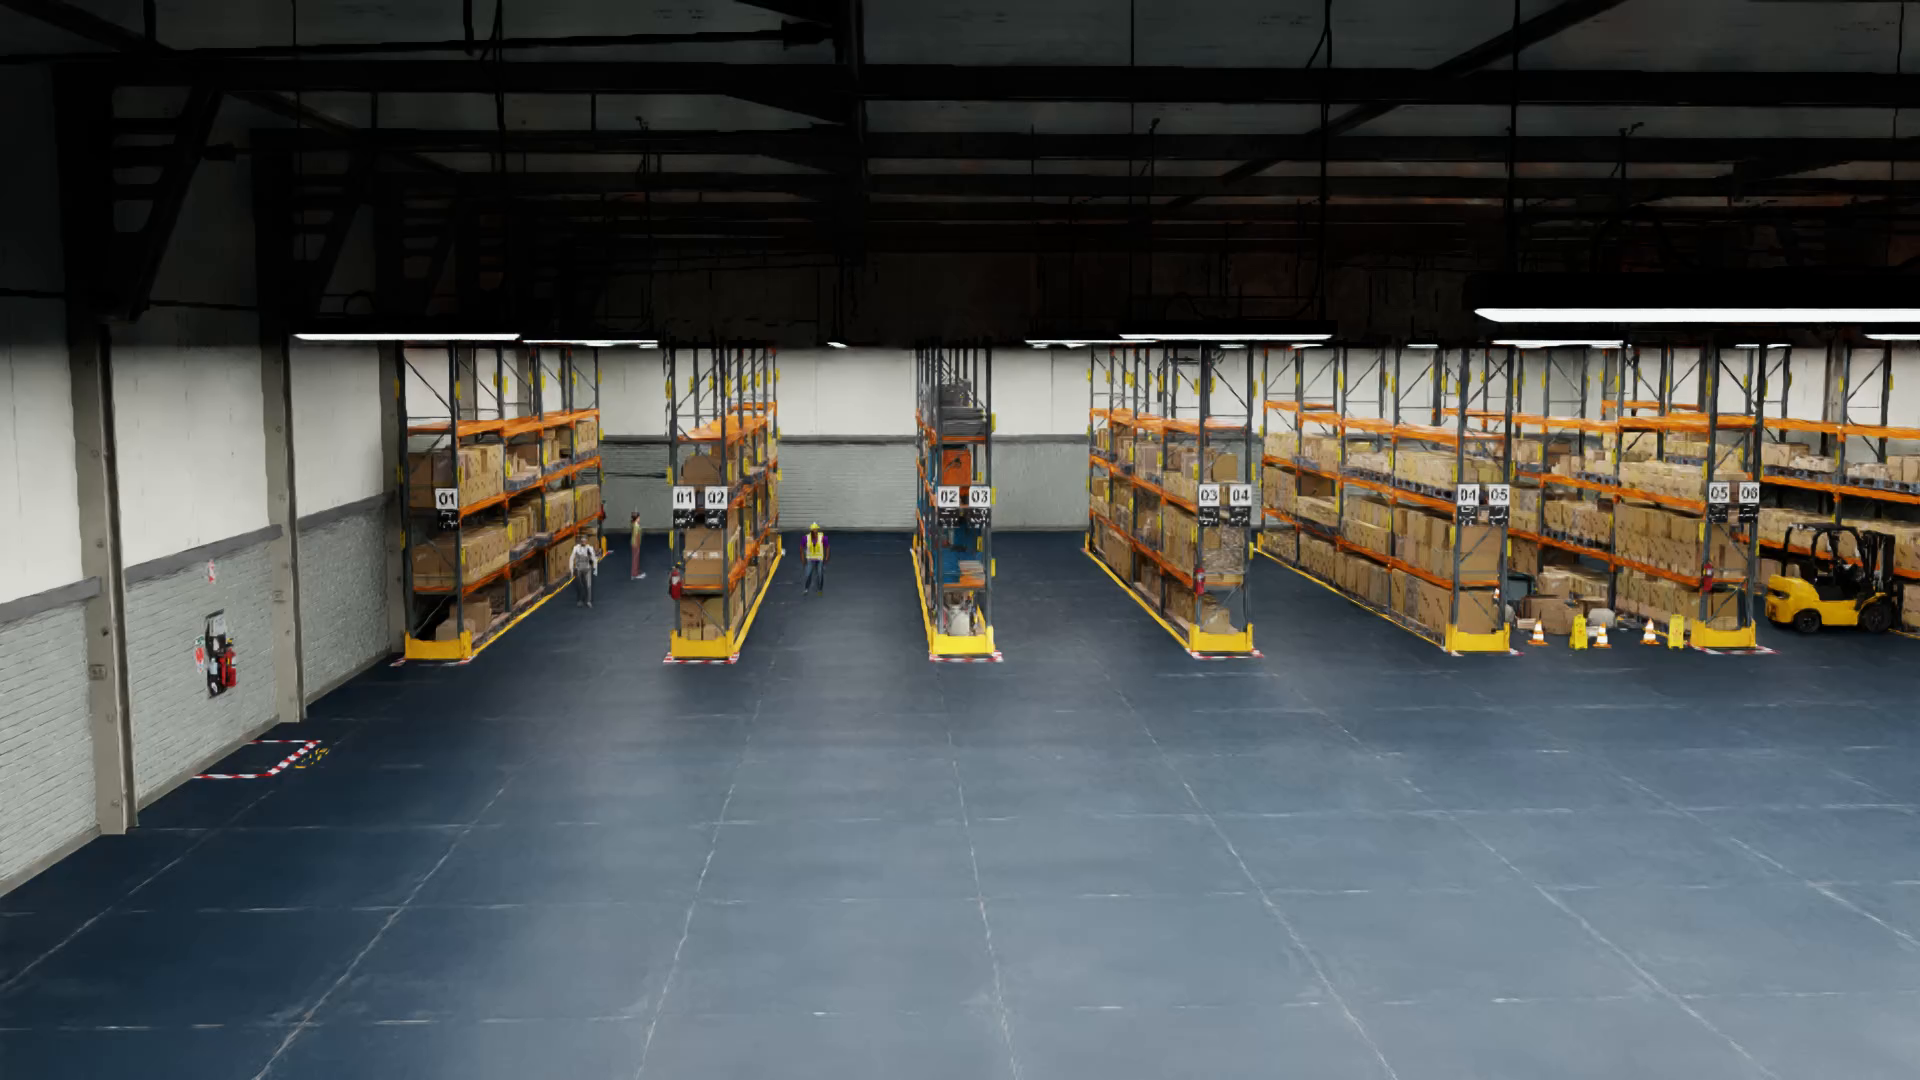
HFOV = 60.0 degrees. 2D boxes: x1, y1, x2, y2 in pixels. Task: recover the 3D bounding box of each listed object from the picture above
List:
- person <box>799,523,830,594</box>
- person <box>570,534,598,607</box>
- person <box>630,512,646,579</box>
[{"bbox_3d":[-3.425,0.439,39.124,0.719,1.714,0.578,-1,7,-4],"label":"person"},{"bbox_3d":[-8.478,0.654,37.491,0.616,1.645,0.656,-1,7,-11],"label":"person"},{"bbox_3d":[-8.102,0.124,41.835,0.457,1.675,0.532,-3,7,-26],"label":"person"}]
